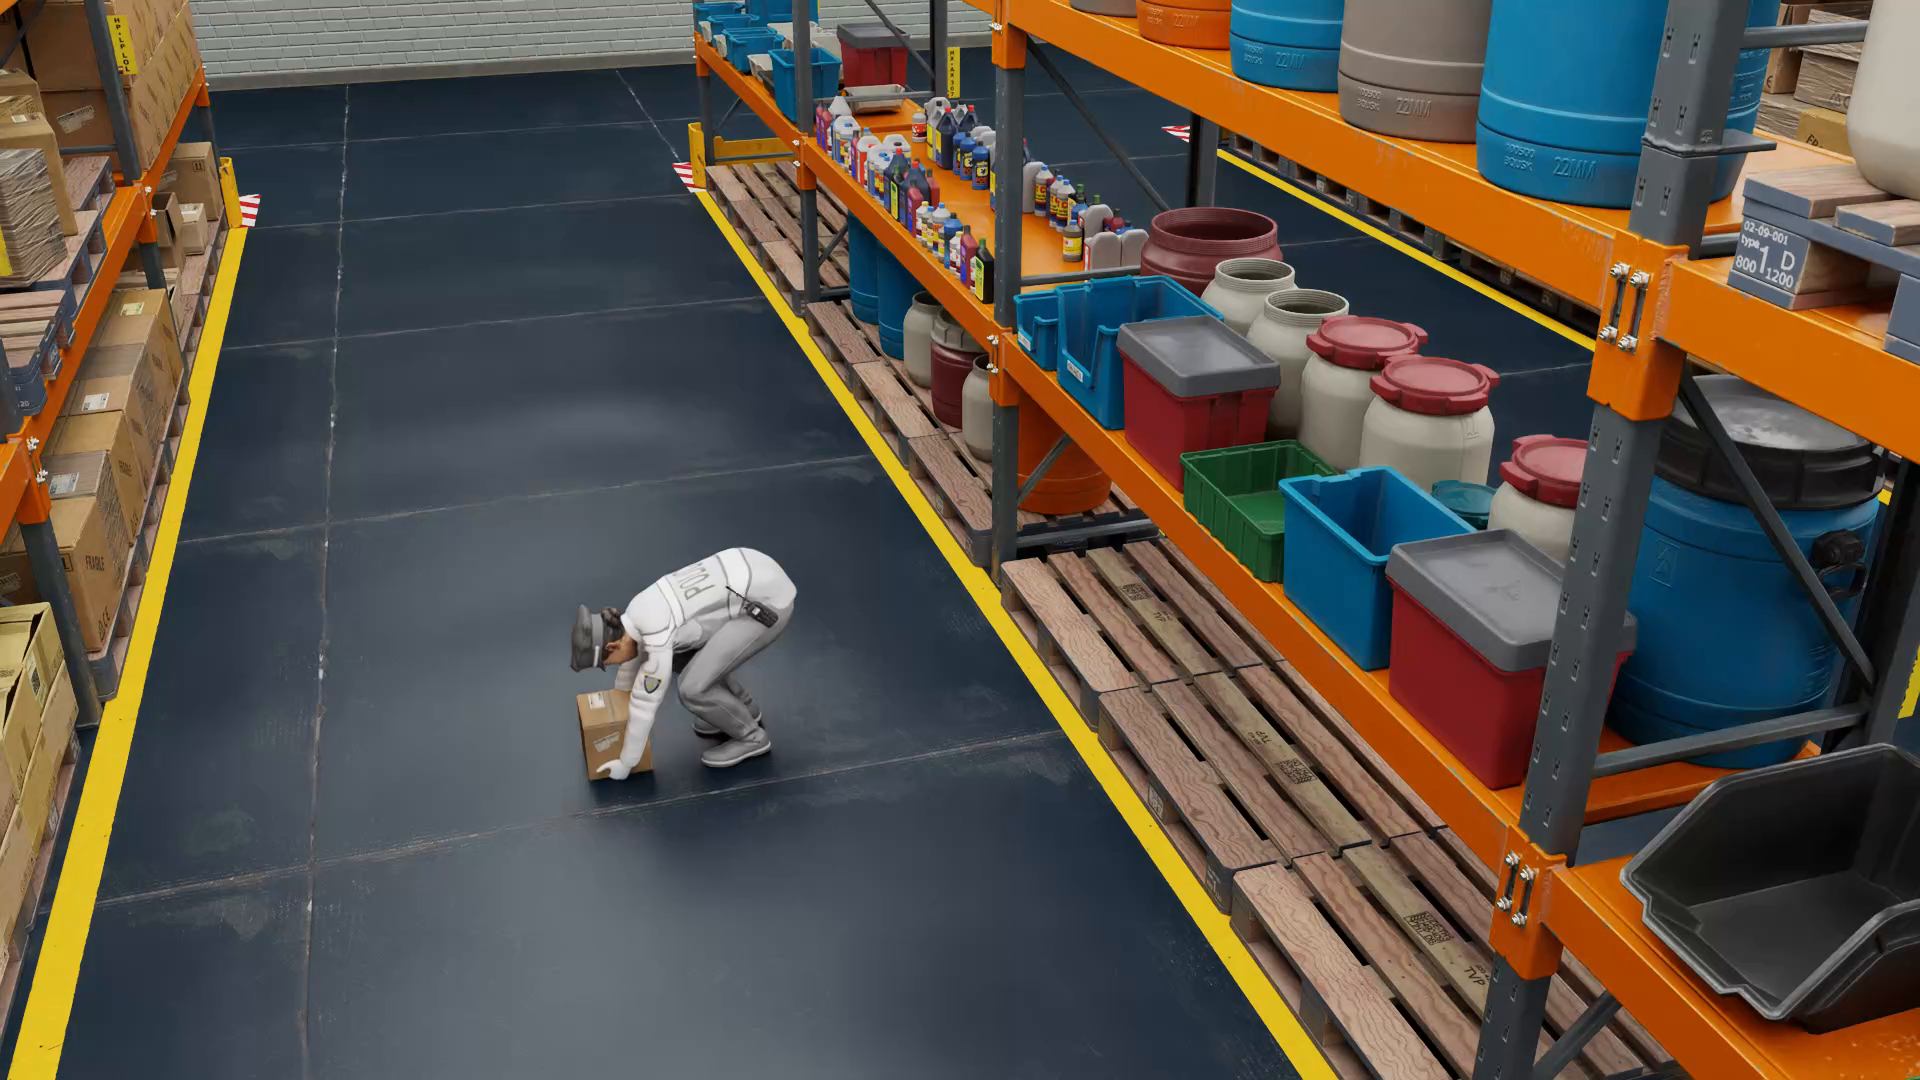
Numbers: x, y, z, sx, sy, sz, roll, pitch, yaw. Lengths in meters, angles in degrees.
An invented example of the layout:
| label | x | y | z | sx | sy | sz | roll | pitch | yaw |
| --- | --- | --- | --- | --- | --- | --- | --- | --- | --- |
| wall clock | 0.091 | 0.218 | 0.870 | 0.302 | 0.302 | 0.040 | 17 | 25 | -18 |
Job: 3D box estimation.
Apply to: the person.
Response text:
| label | x | y | z | sx | sy | sz | roll | pitch | yaw |
| --- | --- | --- | --- | --- | --- | --- | --- | --- | --- |
| person | -1.083 | 0.491 | 6.592 | 0.894 | 0.833 | 0.468 | -9 | 28 | -18 |
